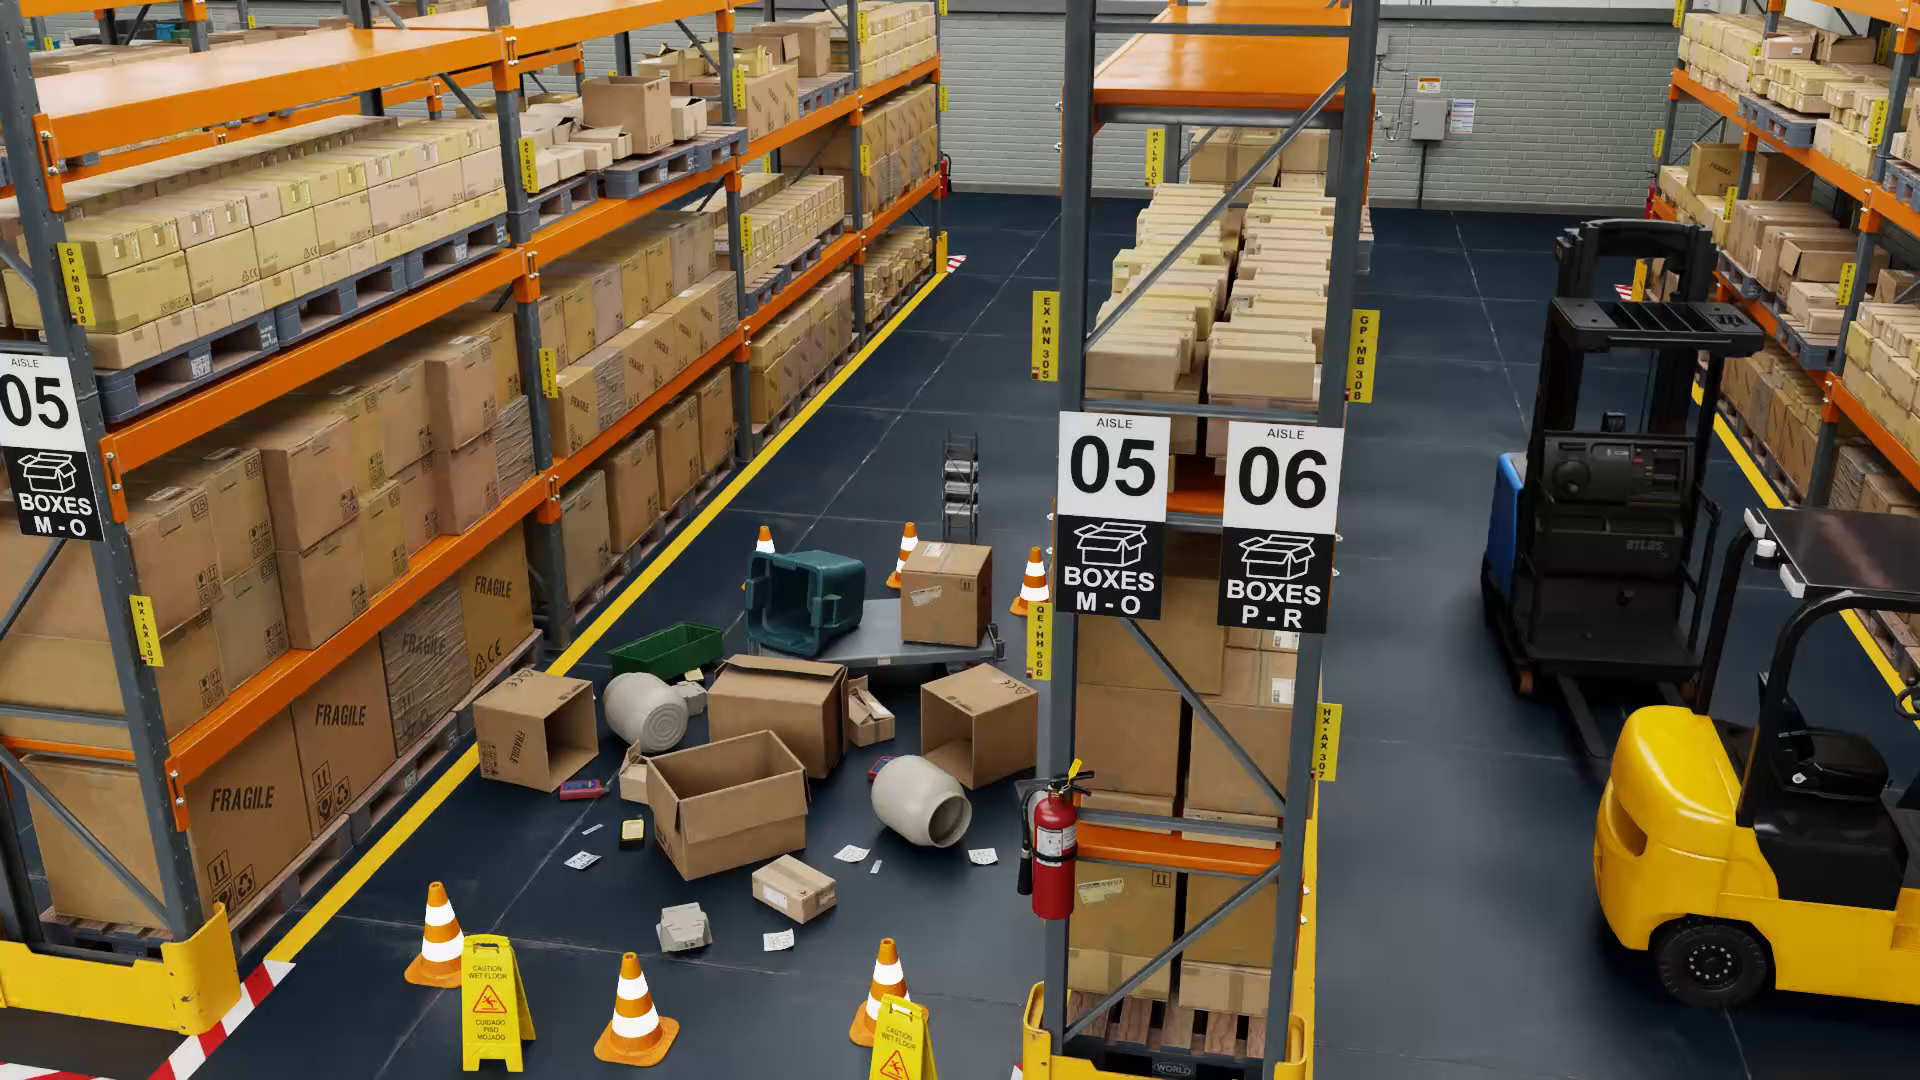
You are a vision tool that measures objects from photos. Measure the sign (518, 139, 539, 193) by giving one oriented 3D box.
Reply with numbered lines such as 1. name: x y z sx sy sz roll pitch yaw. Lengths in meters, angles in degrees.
1. sign: -2.659 -2.305 10.250 0.100 0.325 0.005 4 22 11

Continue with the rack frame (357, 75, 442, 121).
1. rack frame: -6.405 -4.020 19.320 1.000 3.000 0.127 4 22 11

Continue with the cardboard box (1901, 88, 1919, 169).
1. cardboard box: 6.954 -2.857 11.588 0.500 0.500 0.500 5 22 11

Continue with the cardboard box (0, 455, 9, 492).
1. cardboard box: -7.891 -0.362 12.994 0.700 0.500 0.500 3 22 7

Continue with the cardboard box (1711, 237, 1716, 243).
1. cardboard box: 8.035 -3.101 17.374 0.380 0.149 0.250 5 22 12

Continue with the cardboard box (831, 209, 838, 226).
1. cardboard box: -1.510 -3.428 17.624 0.380 0.149 0.250 5 22 11

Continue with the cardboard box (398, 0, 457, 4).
1. cardboard box: -6.207 -6.390 19.357 0.500 0.250 0.500 3 22 7

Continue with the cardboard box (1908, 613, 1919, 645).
1. cardboard box: 6.785 0.470 10.788 0.875 0.625 0.625 4 22 10

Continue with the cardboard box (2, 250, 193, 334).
1. cardboard box: -3.669 -1.074 7.097 0.500 0.250 0.500 4 22 11

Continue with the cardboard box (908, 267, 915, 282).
1. cardboard box: -0.777 -3.351 20.912 0.380 0.149 0.250 3 22 9

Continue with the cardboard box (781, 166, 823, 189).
1. cardboard box: -1.748 -3.988 18.708 0.500 0.500 0.500 4 22 11

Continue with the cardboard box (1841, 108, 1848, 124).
1. cardboard box: 7.435 -3.449 13.553 0.380 0.149 0.250 5 22 11

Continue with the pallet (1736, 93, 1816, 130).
1. pallet: 7.954 -3.959 15.404 1.213 0.211 1.003 4 22 11

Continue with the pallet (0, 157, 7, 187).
1. pallet: -7.807 -2.616 12.071 1.213 0.211 1.003 4 22 11

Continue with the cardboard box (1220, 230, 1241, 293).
1. cardboard box: 1.210 -1.469 8.774 0.500 0.250 0.500 4 22 10

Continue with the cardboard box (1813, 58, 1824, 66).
1. cardboard box: 8.209 -4.423 15.548 0.380 0.149 0.250 4 22 10

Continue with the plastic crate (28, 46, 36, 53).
1. plastic crate: -11.463 -5.869 20.179 0.450 0.188 0.662 4 22 11

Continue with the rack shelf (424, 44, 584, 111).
1. rack shelf: -5.997 -5.809 20.710 1.077 0.370 4.000 4 22 11

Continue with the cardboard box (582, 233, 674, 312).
1. cardboard box: -2.692 -2.116 13.120 0.700 0.500 0.500 4 22 10

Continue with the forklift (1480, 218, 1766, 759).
1. forklift: 4.215 -0.439 10.520 1.130 2.935 3.031 3 22 7

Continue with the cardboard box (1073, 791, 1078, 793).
1. cardboard box: 0.658 0.986 7.226 0.380 0.149 0.250 4 22 10

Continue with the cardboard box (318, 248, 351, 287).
1. cardboard box: -3.326 -1.388 8.410 0.380 0.149 0.250 5 22 11

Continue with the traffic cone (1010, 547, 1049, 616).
1. traffic cone: 0.546 0.278 12.045 0.336 0.463 0.334 4 22 11

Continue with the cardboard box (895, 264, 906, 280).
1. cardboard box: -0.879 -3.288 20.358 0.380 0.149 0.250 5 22 11

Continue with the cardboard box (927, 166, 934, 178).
1. cardboard box: -0.544 -4.811 21.619 0.380 0.149 0.250 4 22 11

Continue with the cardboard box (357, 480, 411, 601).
1. cardboard box: -3.592 -0.020 9.188 0.875 0.550 0.500 4 22 11

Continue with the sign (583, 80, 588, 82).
1. sign: -5.061 -6.083 22.577 0.100 0.325 0.005 4 22 11

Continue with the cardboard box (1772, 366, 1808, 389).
1. cardboard box: 7.491 -1.444 14.839 0.380 0.149 0.250 3 22 8

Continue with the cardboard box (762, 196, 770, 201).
1. cardboard box: -2.204 -3.523 17.462 0.380 0.149 0.250 5 22 12

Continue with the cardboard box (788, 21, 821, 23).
1. cardboard box: -1.730 -5.576 18.167 0.380 0.149 0.250 5 22 12

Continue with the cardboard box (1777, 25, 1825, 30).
1. cardboard box: 8.825 -5.298 17.612 0.500 0.250 0.500 4 22 11

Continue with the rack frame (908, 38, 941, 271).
1. rack frame: -0.754 -5.068 21.922 1.000 3.000 0.127 4 22 11

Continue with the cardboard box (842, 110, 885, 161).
1. cardboard box: -1.149 -4.590 18.866 0.500 0.500 0.500 4 22 9

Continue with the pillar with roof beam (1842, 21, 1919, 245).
1. pillar with roof beam: 4.966 -6.185 16.664 9.100 9.000 0.400 4 22 11

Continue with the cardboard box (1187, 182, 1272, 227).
1. cardboard box: 1.641 -2.080 10.127 0.500 0.250 0.500 4 22 10

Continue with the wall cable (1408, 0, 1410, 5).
1. wall cable: 5.733 -9.554 25.030 2.355 3.000 0.029 4 22 11

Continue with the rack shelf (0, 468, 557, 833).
1. rack shelf: -3.611 0.386 9.343 1.077 0.370 4.000 4 22 11

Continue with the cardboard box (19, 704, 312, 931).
1. cardboard box: -3.945 1.321 8.339 0.875 0.875 0.875 5 22 11

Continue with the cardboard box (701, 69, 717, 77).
1. cardboard box: -2.429 -3.992 15.101 0.500 0.500 0.500 4 22 11

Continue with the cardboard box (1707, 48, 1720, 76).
1. cardboard box: 8.331 -5.104 17.800 0.500 0.250 0.500 4 22 10

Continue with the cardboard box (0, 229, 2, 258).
1. cardboard box: -4.282 -1.251 7.003 0.380 0.149 0.250 5 22 11

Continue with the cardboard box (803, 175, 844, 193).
1. cardboard box: -1.461 -3.798 17.746 0.380 0.149 0.250 5 23 13

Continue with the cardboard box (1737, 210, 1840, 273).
1. cardboard box: 7.733 -2.780 15.544 0.700 0.500 0.500 5 22 12

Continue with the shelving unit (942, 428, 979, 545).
1. shelving unit: 0.002 -0.420 13.193 0.258 0.900 0.210 4 22 11

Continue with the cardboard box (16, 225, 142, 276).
1. cardboard box: -3.639 -1.200 6.876 0.380 0.149 0.250 5 22 12

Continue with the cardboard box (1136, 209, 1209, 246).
1. cardboard box: 1.113 -1.606 8.580 0.380 0.149 0.250 4 22 11

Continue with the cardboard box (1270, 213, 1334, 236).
1. cardboard box: 1.770 -1.557 8.458 0.380 0.149 0.250 5 22 12

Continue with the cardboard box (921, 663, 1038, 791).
1. cardboard box: 0.113 1.108 9.931 0.500 0.500 0.500 -16 27 -35

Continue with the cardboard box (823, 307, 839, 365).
1. cardboard box: -1.580 -2.163 17.493 0.500 0.500 0.500 4 22 10

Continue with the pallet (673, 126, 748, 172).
1. pallet: -2.466 -3.206 13.537 1.213 0.211 1.003 6 23 13

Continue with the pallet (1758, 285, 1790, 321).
1. pallet: 7.732 -2.047 14.679 1.003 0.211 1.213 4 22 11

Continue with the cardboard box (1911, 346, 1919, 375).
1. cardboard box: 6.734 -1.205 11.328 0.380 0.149 0.250 5 22 12

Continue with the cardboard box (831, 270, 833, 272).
1. cardboard box: -1.695 -3.091 19.472 0.380 0.149 0.250 4 22 10

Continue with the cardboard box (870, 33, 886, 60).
1. cardboard box: -1.131 -5.498 18.507 0.500 0.250 0.500 4 22 11

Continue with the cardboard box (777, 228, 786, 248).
1. cardboard box: -1.884 -2.900 15.916 0.380 0.149 0.250 4 22 11

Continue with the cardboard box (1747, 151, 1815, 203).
1. cardboard box: 8.721 -3.828 17.643 0.500 0.500 0.500 4 22 9
